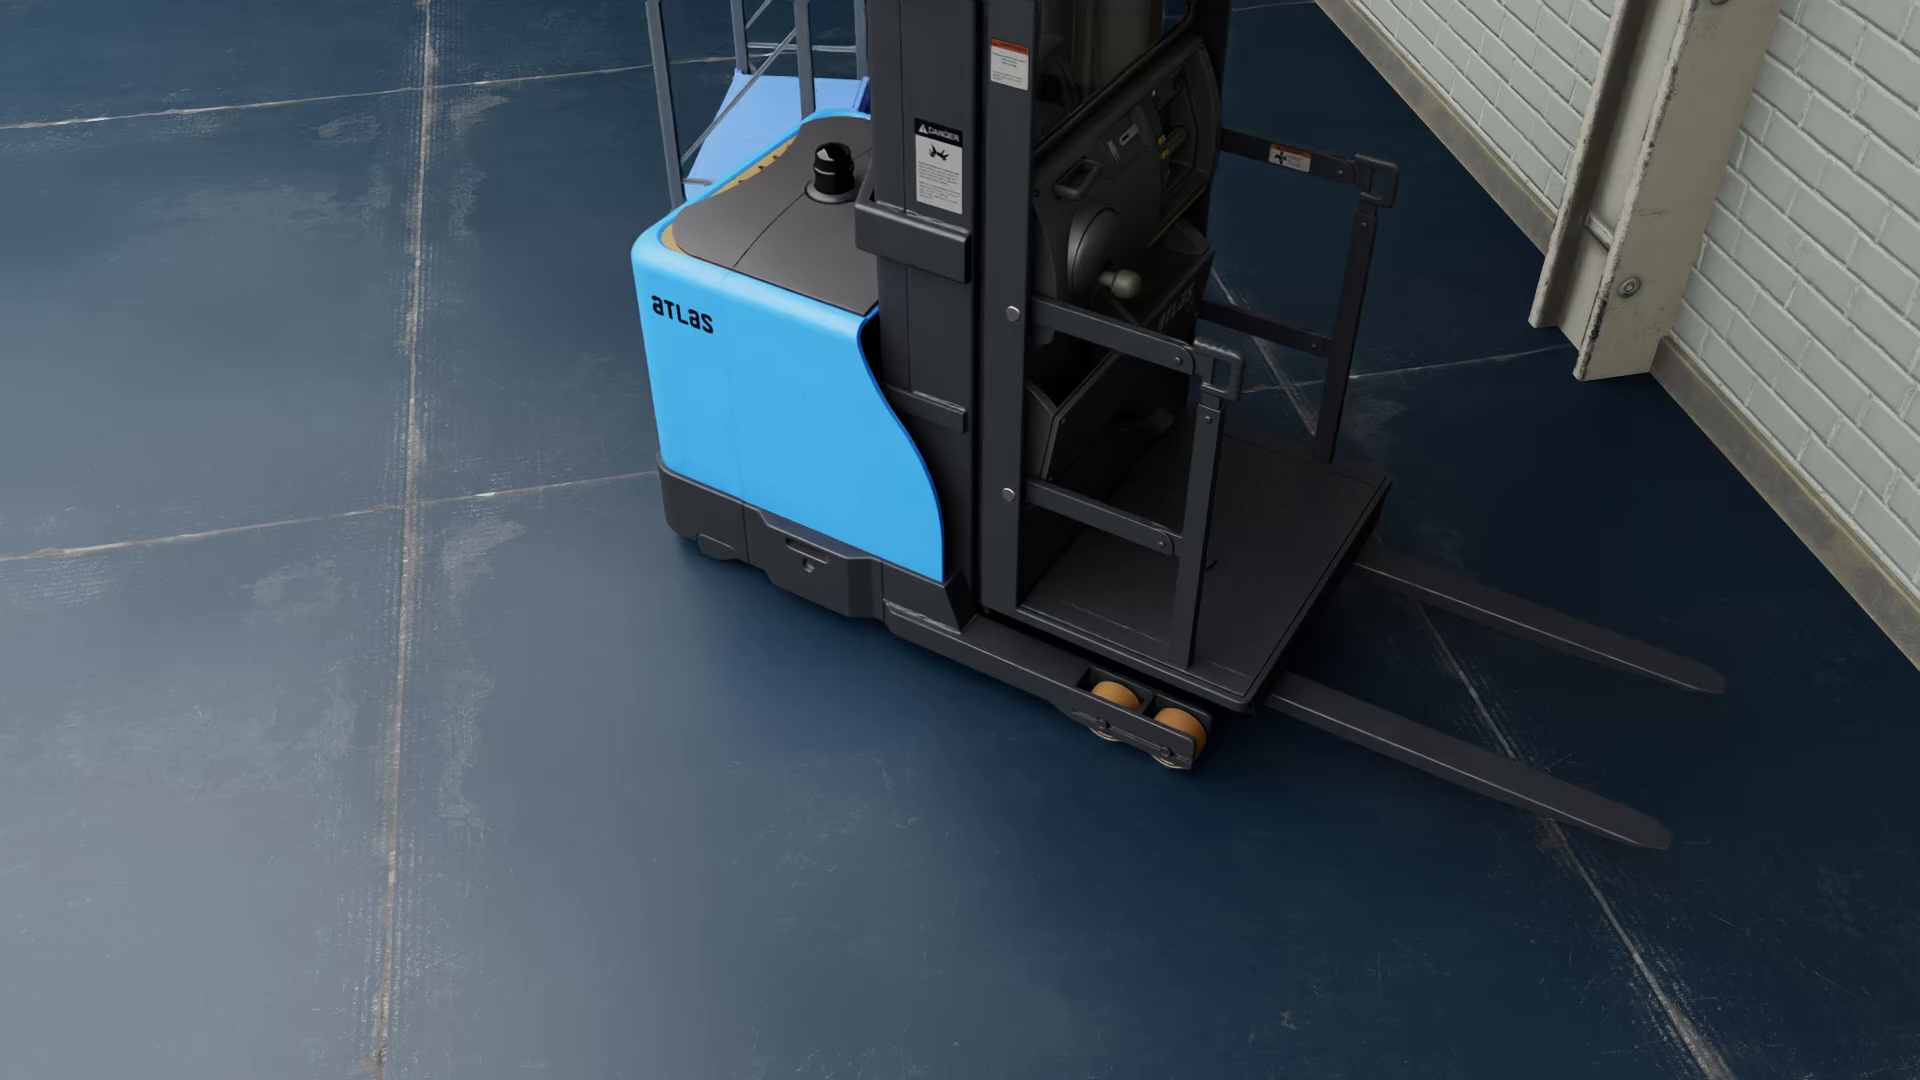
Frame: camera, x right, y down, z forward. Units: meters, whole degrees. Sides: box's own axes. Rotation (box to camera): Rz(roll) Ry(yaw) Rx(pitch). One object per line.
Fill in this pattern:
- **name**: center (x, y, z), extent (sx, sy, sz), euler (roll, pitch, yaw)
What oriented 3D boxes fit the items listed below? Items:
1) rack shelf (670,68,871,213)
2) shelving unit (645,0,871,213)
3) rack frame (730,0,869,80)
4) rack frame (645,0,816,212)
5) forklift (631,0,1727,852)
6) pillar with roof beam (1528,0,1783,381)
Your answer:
- **rack shelf**: center (-0.645, -1.357, 5.920), extent (0.538, 0.185, 1.000), euler (4, 42, 5)
- **shelving unit**: center (-0.645, -1.492, 5.801), extent (0.538, 1.500, 1.048), euler (4, 42, 5)
- **rack frame**: center (-0.588, -1.827, 6.179), extent (0.500, 1.500, 0.032), euler (4, 42, 5)
- **rack frame**: center (-0.702, -1.157, 5.423), extent (0.500, 1.500, 0.032), euler (4, 42, 5)
- **forklift**: center (0.603, -0.878, 4.032), extent (3.031, 2.935, 1.130), euler (22, 46, 23)
- **pillar with roof beam**: center (-1.905, -3.460, 2.370), extent (9.100, 9.000, 0.400), euler (-8, 42, -9)
